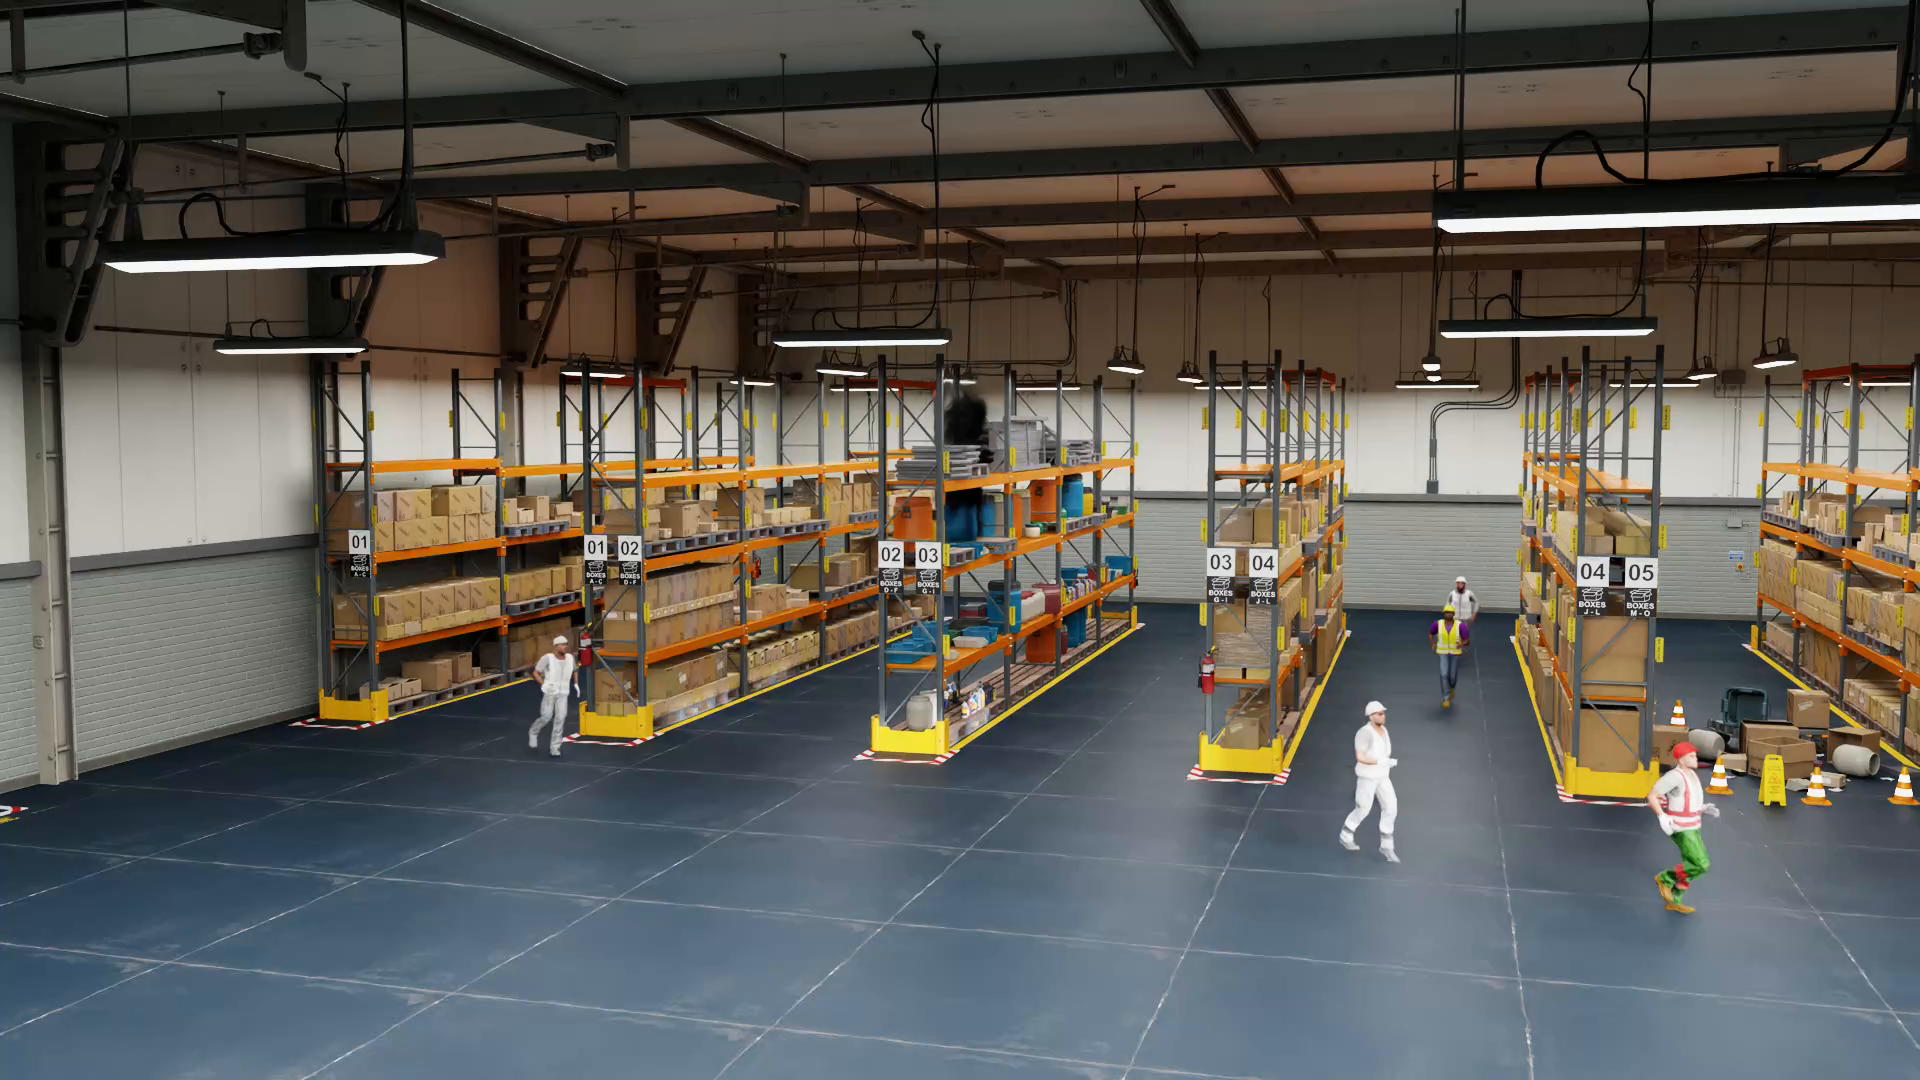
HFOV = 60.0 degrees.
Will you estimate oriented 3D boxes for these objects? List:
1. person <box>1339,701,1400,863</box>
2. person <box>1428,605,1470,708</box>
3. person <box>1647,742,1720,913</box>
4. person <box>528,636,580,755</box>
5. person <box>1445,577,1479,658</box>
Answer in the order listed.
[{"bbox_3d":[4.717,2.760,19.024,0.686,1.863,0.781,-3,5,-39],"label":"person"},{"bbox_3d":[8.618,2.018,29.320,0.704,1.766,0.896,1,4,15],"label":"person"},{"bbox_3d":[7.383,2.929,16.863,0.665,1.750,0.580,-4,6,-43],"label":"person"},{"bbox_3d":[-6.085,2.325,25.173,0.739,1.749,0.851,-3,5,-37],"label":"person"},{"bbox_3d":[10.593,1.633,35.118,0.692,1.731,0.599,2,4,23],"label":"person"}]
